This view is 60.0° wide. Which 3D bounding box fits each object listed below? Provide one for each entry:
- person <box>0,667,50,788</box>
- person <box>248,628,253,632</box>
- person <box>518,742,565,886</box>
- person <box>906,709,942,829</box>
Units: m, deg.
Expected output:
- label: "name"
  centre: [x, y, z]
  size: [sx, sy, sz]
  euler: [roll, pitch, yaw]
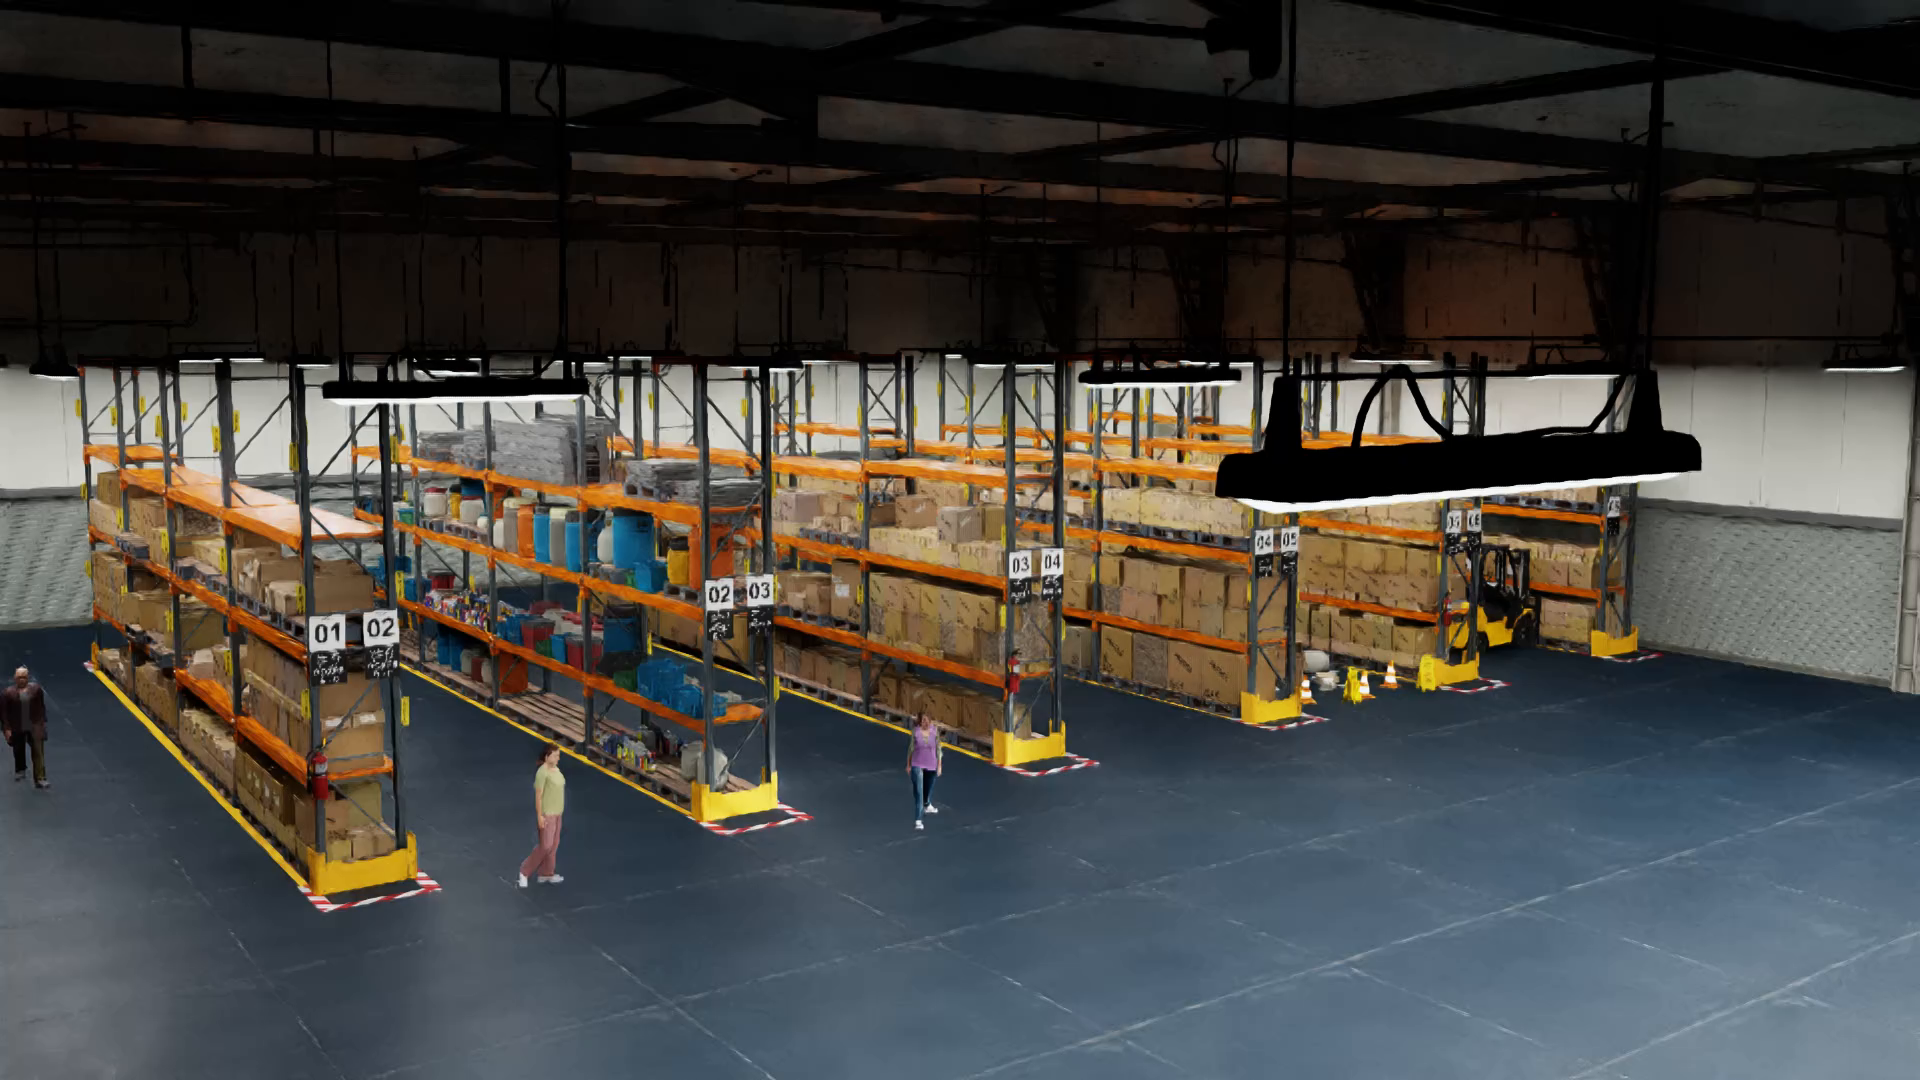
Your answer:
- label: "person"
  centre: [-13.217, 2.627, 23.494]
  size: [0.598, 1.698, 1.193]
  euler: [-4, 8, -32]
- label: "person"
  centre: [-12.875, 1.754, 30.346]
  size: [0.489, 1.787, 0.604]
  euler: [-1, 7, -5]
- label: "person"
  centre: [-4.852, 3.176, 19.230]
  size: [0.474, 1.665, 0.625]
  euler: [2, 7, 15]
- label: "person"
  centre: [-0.464, 2.937, 21.728]
  size: [0.452, 1.533, 0.883]
  euler: [-2, 7, -13]
